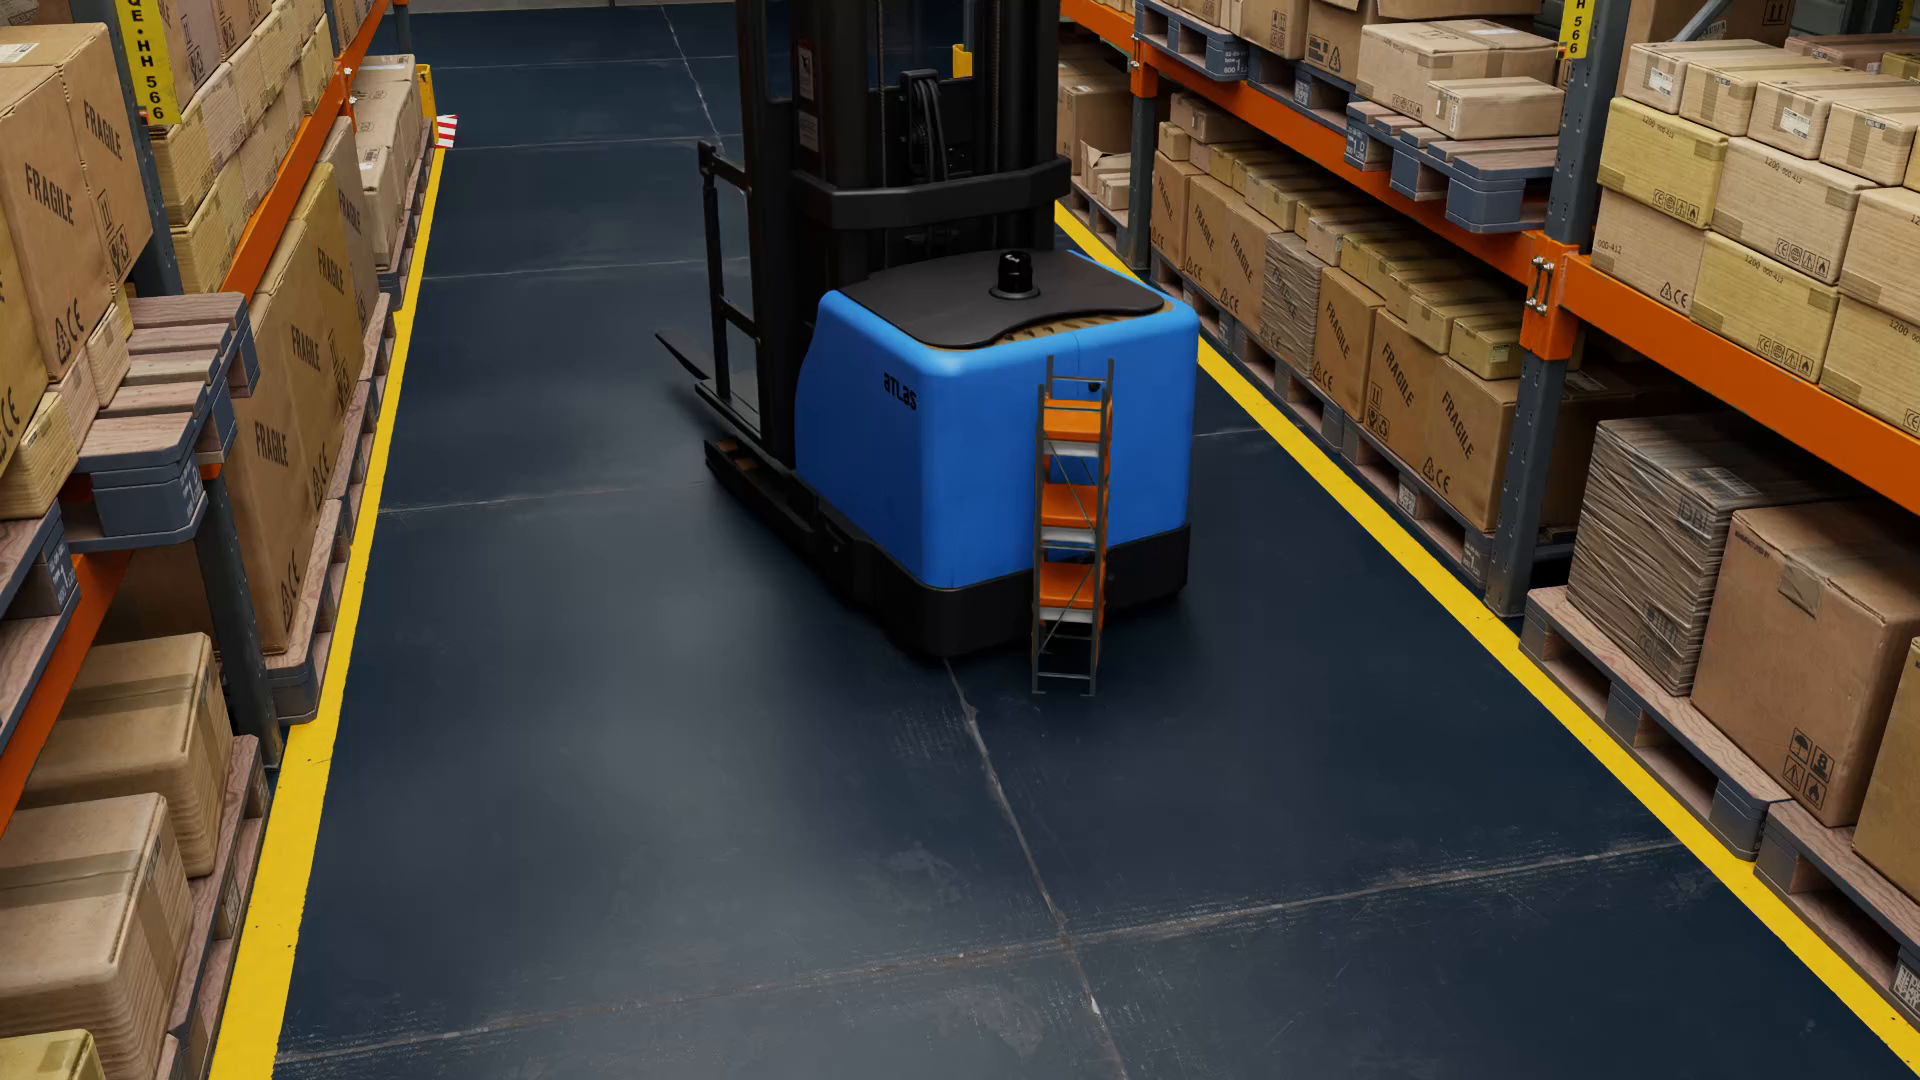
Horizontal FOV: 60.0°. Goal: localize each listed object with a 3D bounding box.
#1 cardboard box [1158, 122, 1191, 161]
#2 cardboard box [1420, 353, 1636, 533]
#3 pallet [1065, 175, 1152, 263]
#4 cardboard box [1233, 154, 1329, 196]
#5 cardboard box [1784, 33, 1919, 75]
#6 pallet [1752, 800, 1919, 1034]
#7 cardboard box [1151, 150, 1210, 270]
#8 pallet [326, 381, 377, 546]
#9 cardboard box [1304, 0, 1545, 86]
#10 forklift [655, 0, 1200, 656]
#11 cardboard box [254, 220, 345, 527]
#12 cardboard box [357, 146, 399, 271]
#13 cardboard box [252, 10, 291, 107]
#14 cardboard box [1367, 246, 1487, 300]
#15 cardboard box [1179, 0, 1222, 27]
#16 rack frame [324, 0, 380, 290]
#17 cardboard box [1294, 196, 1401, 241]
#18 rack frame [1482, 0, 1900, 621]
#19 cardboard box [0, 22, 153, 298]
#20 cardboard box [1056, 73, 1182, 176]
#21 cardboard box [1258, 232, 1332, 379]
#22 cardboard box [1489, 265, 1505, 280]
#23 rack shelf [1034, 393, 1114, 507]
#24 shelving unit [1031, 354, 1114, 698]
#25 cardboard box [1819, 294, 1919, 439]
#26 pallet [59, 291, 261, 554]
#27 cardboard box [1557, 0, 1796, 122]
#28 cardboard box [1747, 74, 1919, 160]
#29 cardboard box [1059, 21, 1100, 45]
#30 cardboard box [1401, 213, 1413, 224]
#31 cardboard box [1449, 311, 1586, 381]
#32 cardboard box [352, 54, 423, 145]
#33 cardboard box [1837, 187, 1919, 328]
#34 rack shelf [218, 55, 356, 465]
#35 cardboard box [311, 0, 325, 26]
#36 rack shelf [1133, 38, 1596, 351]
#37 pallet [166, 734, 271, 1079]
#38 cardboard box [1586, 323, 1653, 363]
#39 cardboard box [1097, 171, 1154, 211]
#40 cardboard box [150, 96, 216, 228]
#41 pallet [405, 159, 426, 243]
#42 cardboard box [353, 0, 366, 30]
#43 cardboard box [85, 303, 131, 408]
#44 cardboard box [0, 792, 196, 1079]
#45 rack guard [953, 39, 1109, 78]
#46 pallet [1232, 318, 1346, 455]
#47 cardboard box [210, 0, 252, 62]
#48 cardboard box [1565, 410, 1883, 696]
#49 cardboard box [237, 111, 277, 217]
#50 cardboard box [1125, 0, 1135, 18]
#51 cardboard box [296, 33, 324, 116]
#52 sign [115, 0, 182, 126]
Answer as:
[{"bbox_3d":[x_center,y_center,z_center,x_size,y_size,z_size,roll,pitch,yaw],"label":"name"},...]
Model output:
[{"bbox_3d":[1.247,-2.073,8.615,0.380,0.149,0.250,-5,27,-9],"label":"cardboard box"},{"bbox_3d":[2.022,-0.375,5.973,0.500,0.500,0.500,-5,27,-10],"label":"cardboard box"},{"bbox_3d":[1.272,-1.953,9.884,1.003,0.211,1.213,-6,27,-12],"label":"pallet"},{"bbox_3d":[1.529,-1.728,7.934,0.380,0.149,0.250,-6,27,-12],"label":"cardboard box"},{"bbox_3d":[2.597,-1.352,4.769,0.380,0.149,0.250,-5,27,-10],"label":"cardboard box"},{"bbox_3d":[2.746,1.005,4.025,1.003,0.211,1.213,-6,27,-12],"label":"pallet"},{"bbox_3d":[1.315,-1.732,8.661,0.500,0.500,0.500,-5,27,-9],"label":"cardboard box"},{"bbox_3d":[-2.884,-0.278,6.566,1.003,0.211,1.213,-6,27,-12],"label":"pallet"},{"bbox_3d":[1.779,-2.071,6.444,0.797,0.503,0.637,-7,28,-13],"label":"cardboard box"},{"bbox_3d":[-0.373,-1.563,6.093,1.130,2.935,3.031,-14,30,-26],"label":"forklift"},{"bbox_3d":[-2.780,-0.577,5.956,0.875,0.875,0.875,-6,27,-11],"label":"cardboard box"},{"bbox_3d":[-3.447,-1.720,8.707,0.875,0.438,0.875,-6,27,-12],"label":"cardboard box"},{"bbox_3d":[-2.699,-1.709,5.919,0.500,0.250,0.500,-5,27,-11],"label":"cardboard box"},{"bbox_3d":[1.845,-1.049,6.588,0.380,0.149,0.250,-5,27,-10],"label":"cardboard box"},{"bbox_3d":[1.433,-2.666,7.625,0.700,0.500,0.500,-6,27,-11],"label":"cardboard box"},{"bbox_3d":[-3.410,-2.390,7.657,1.000,3.000,0.127,-6,27,-12],"label":"rack frame"},{"bbox_3d":[1.692,-1.390,7.263,0.380,0.149,0.250,-6,27,-11],"label":"cardboard box"},{"bbox_3d":[2.327,-1.140,5.179,1.000,3.000,0.127,-6,27,-12],"label":"rack frame"},{"bbox_3d":[-2.135,-0.828,3.654,0.500,0.500,0.500,-7,28,-13],"label":"cardboard box"},{"bbox_3d":[0.958,-2.610,10.401,0.700,0.500,0.500,-7,28,-14],"label":"cardboard box"},{"bbox_3d":[1.664,-1.052,7.313,0.500,0.500,0.500,-7,28,-13],"label":"cardboard box"},{"bbox_3d":[2.374,-1.111,6.710,0.380,0.149,0.250,-7,28,-14],"label":"cardboard box"},{"bbox_3d":[0.346,-0.274,5.020,0.215,0.259,0.240,4,27,8],"label":"rack shelf"},{"bbox_3d":[0.346,-0.030,5.144,0.215,1.050,0.252,4,27,8],"label":"shelving unit"},{"bbox_3d":[2.420,-0.407,3.893,0.500,0.250,0.500,-7,28,-13],"label":"cardboard box"},{"bbox_3d":[-2.244,-0.247,3.622,1.213,0.211,1.003,-6,27,-12],"label":"pallet"},{"bbox_3d":[2.363,-1.614,5.541,0.500,0.500,0.500,-5,27,-9],"label":"cardboard box"},{"bbox_3d":[2.256,-1.077,4.224,0.380,0.149,0.250,-5,27,-10],"label":"cardboard box"},{"bbox_3d":[0.569,-3.447,12.054,0.797,0.503,0.637,-7,28,-14],"label":"cardboard box"},{"bbox_3d":[2.150,-1.447,7.376,0.380,0.149,0.250,-7,28,-14],"label":"cardboard box"},{"bbox_3d":[1.969,-0.692,5.881,0.380,0.149,0.250,-7,28,-14],"label":"cardboard box"},{"bbox_3d":[-4.065,-2.910,11.065,0.875,0.438,0.875,-7,28,-13],"label":"cardboard box"},{"bbox_3d":[2.401,-0.625,3.771,0.500,0.250,0.500,-7,28,-13],"label":"cardboard box"},{"bbox_3d":[-2.959,-1.191,6.079,1.077,0.370,4.000,-6,27,-12],"label":"rack shelf"},{"bbox_3d":[-3.074,-2.378,7.243,0.500,0.250,0.500,-6,27,-12],"label":"cardboard box"},{"bbox_3d":[1.876,-1.697,7.081,1.077,0.370,4.000,-6,27,-12],"label":"rack shelf"},{"bbox_3d":[-2.334,0.954,4.126,1.003,0.211,1.213,-6,27,-12],"label":"pallet"},{"bbox_3d":[2.513,-0.762,6.018,0.380,0.149,0.250,-5,27,-9],"label":"cardboard box"},{"bbox_3d":[1.014,-2.025,9.632,0.380,0.149,0.250,-7,28,-13],"label":"cardboard box"},{"bbox_3d":[-2.382,-1.038,4.589,0.500,0.250,0.500,-6,27,-12],"label":"cardboard box"},{"bbox_3d":[-3.783,-2.024,10.025,1.003,0.211,1.213,-6,27,-12],"label":"pallet"},{"bbox_3d":[-3.370,-2.889,8.533,0.500,0.500,0.500,-6,27,-11],"label":"cardboard box"},{"bbox_3d":[-1.974,-0.373,3.473,0.380,0.149,0.250,-6,27,-12],"label":"cardboard box"},{"bbox_3d":[-2.217,0.924,3.541,0.950,0.372,0.625,-6,27,-13],"label":"cardboard box"},{"bbox_3d":[0.541,-3.503,12.635,1.175,0.500,0.348,-6,27,-12],"label":"rack guard"},{"bbox_3d":[1.924,-0.761,7.524,1.003,0.211,1.213,-6,27,-12],"label":"pallet"},{"bbox_3d":[-2.604,-1.812,5.291,0.500,0.500,0.500,-5,27,-10],"label":"cardboard box"},{"bbox_3d":[2.454,0.008,5.075,0.875,0.625,0.625,-5,27,-10],"label":"cardboard box"},{"bbox_3d":[-2.619,-1.262,5.588,0.500,0.250,0.500,-5,27,-10],"label":"cardboard box"},{"bbox_3d":[1.107,-2.898,8.942,0.380,0.149,0.250,-6,27,-11],"label":"cardboard box"},{"bbox_3d":[-2.949,-1.928,6.908,0.500,0.250,0.500,-6,27,-12],"label":"cardboard box"},{"bbox_3d":[-1.982,-1.175,4.052,0.100,0.325,0.005,-6,27,-12],"label":"sign"}]
